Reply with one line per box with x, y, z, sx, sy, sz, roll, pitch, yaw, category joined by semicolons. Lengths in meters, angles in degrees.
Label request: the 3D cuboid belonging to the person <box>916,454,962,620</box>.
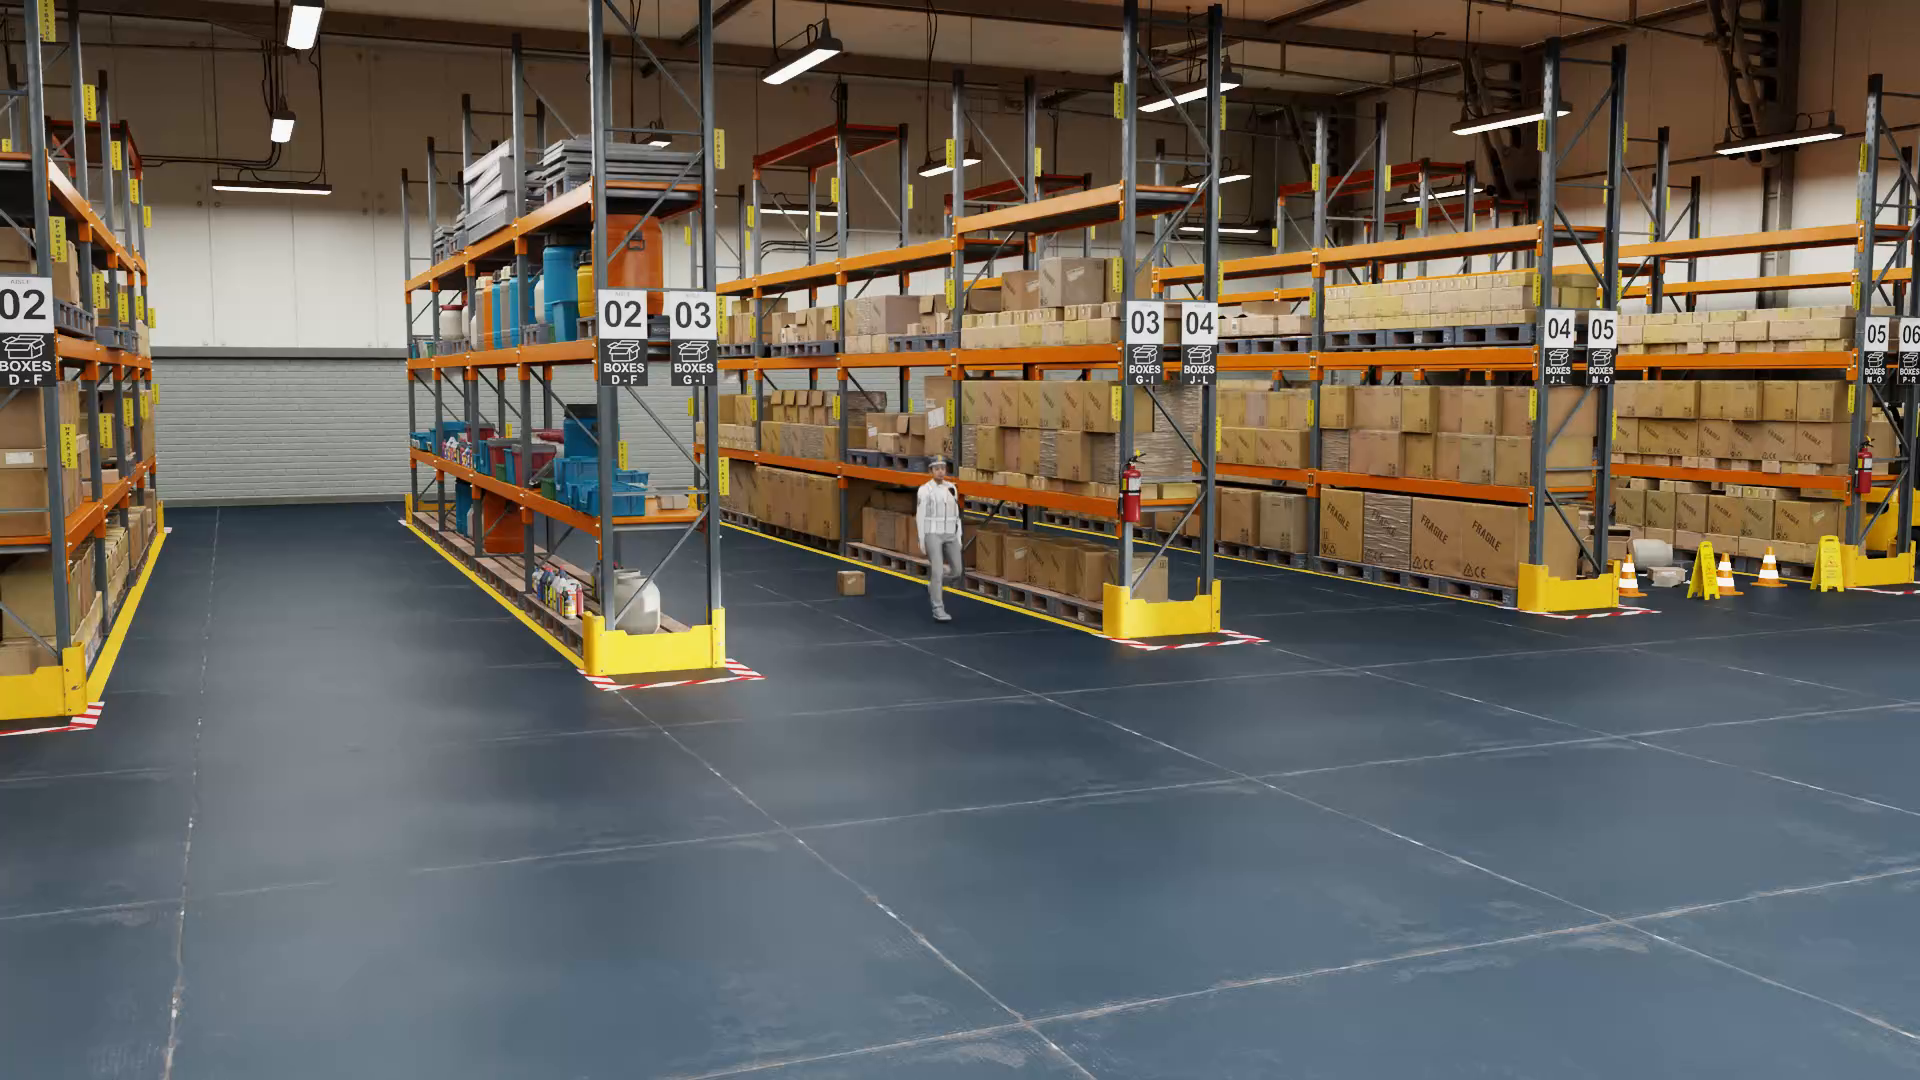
-0.216;-0.042;17.025;0.493;1.677;0.566;-3;6;-29;person
